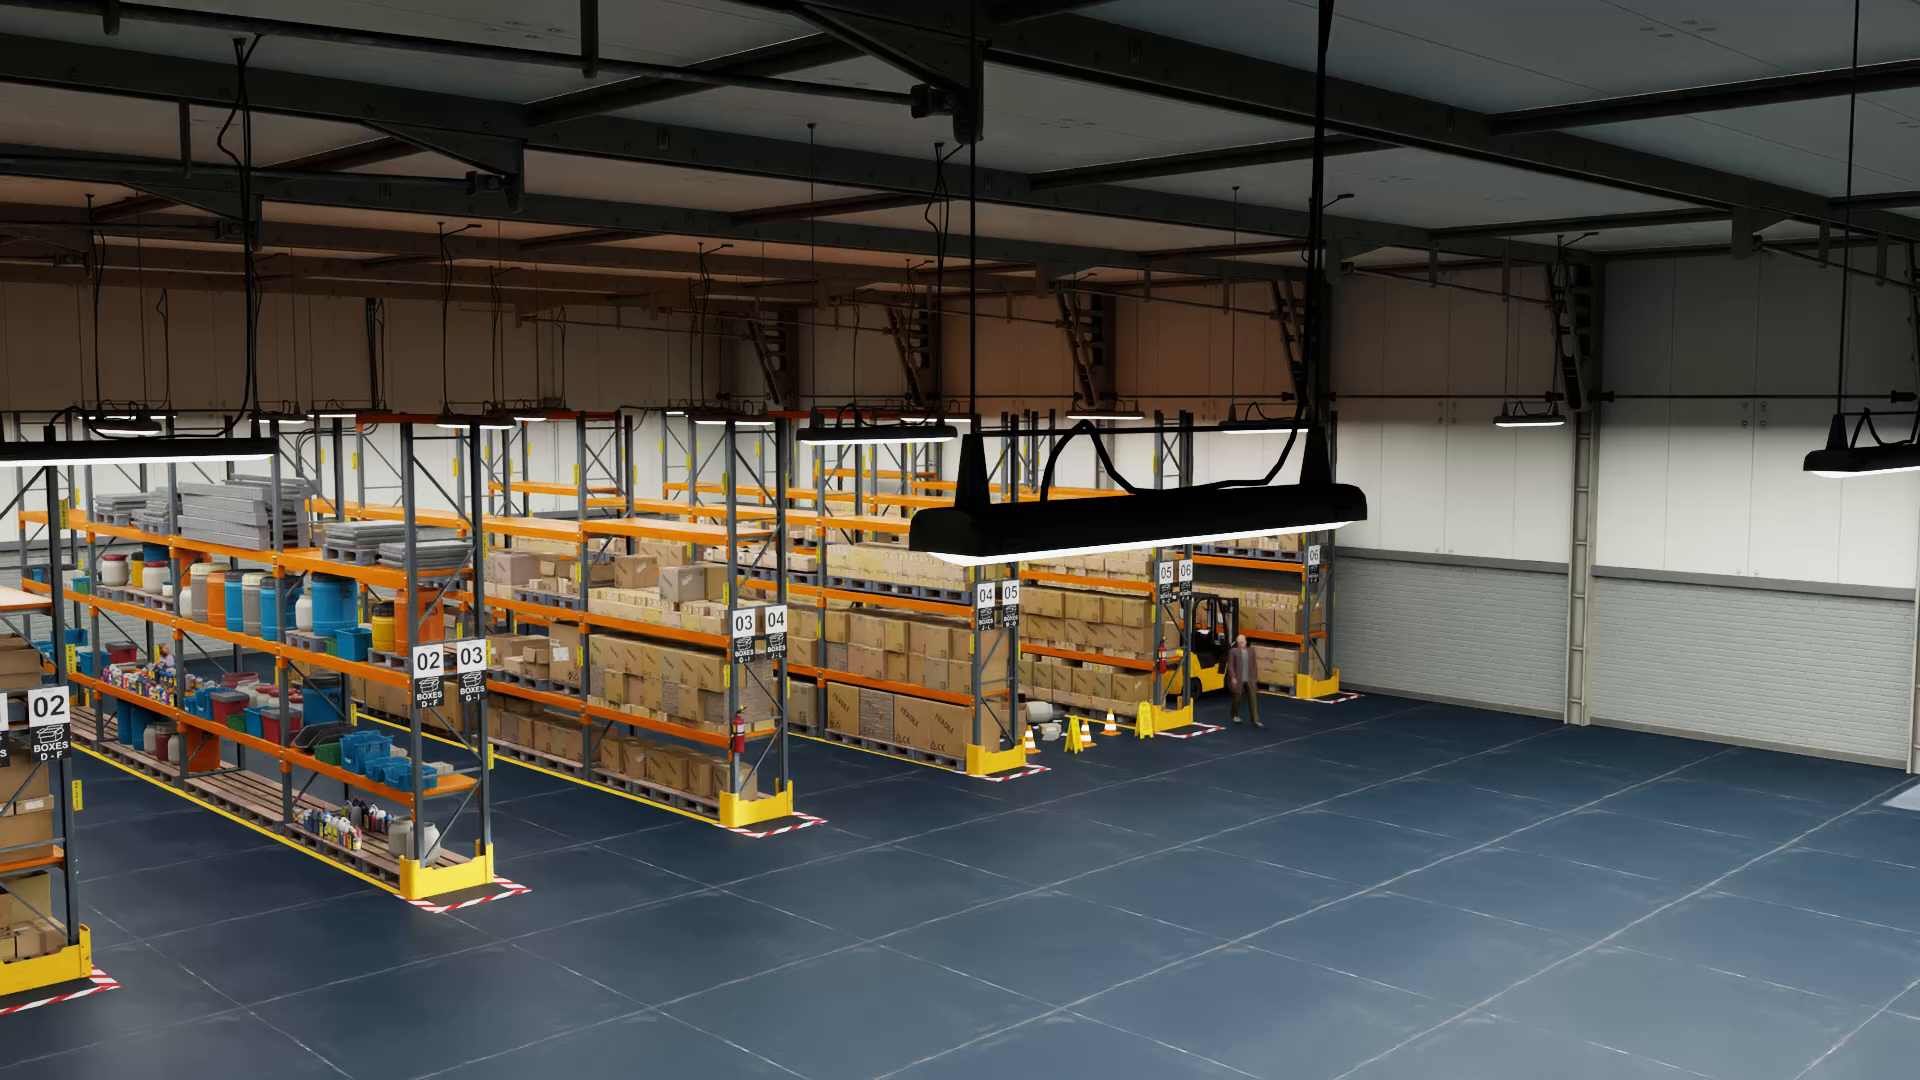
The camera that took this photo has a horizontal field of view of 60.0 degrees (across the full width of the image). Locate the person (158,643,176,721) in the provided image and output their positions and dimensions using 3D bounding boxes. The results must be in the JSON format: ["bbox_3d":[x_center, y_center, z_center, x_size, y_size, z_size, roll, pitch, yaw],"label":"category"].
[{"bbox_3d":[-15.276,2.760,31.958,1.069,1.564,0.517,3,6,30],"label":"person"}]

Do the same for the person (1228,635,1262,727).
[{"bbox_3d":[5.452,2.692,31.936,0.612,1.733,0.886,0,5,-5],"label":"person"}]
